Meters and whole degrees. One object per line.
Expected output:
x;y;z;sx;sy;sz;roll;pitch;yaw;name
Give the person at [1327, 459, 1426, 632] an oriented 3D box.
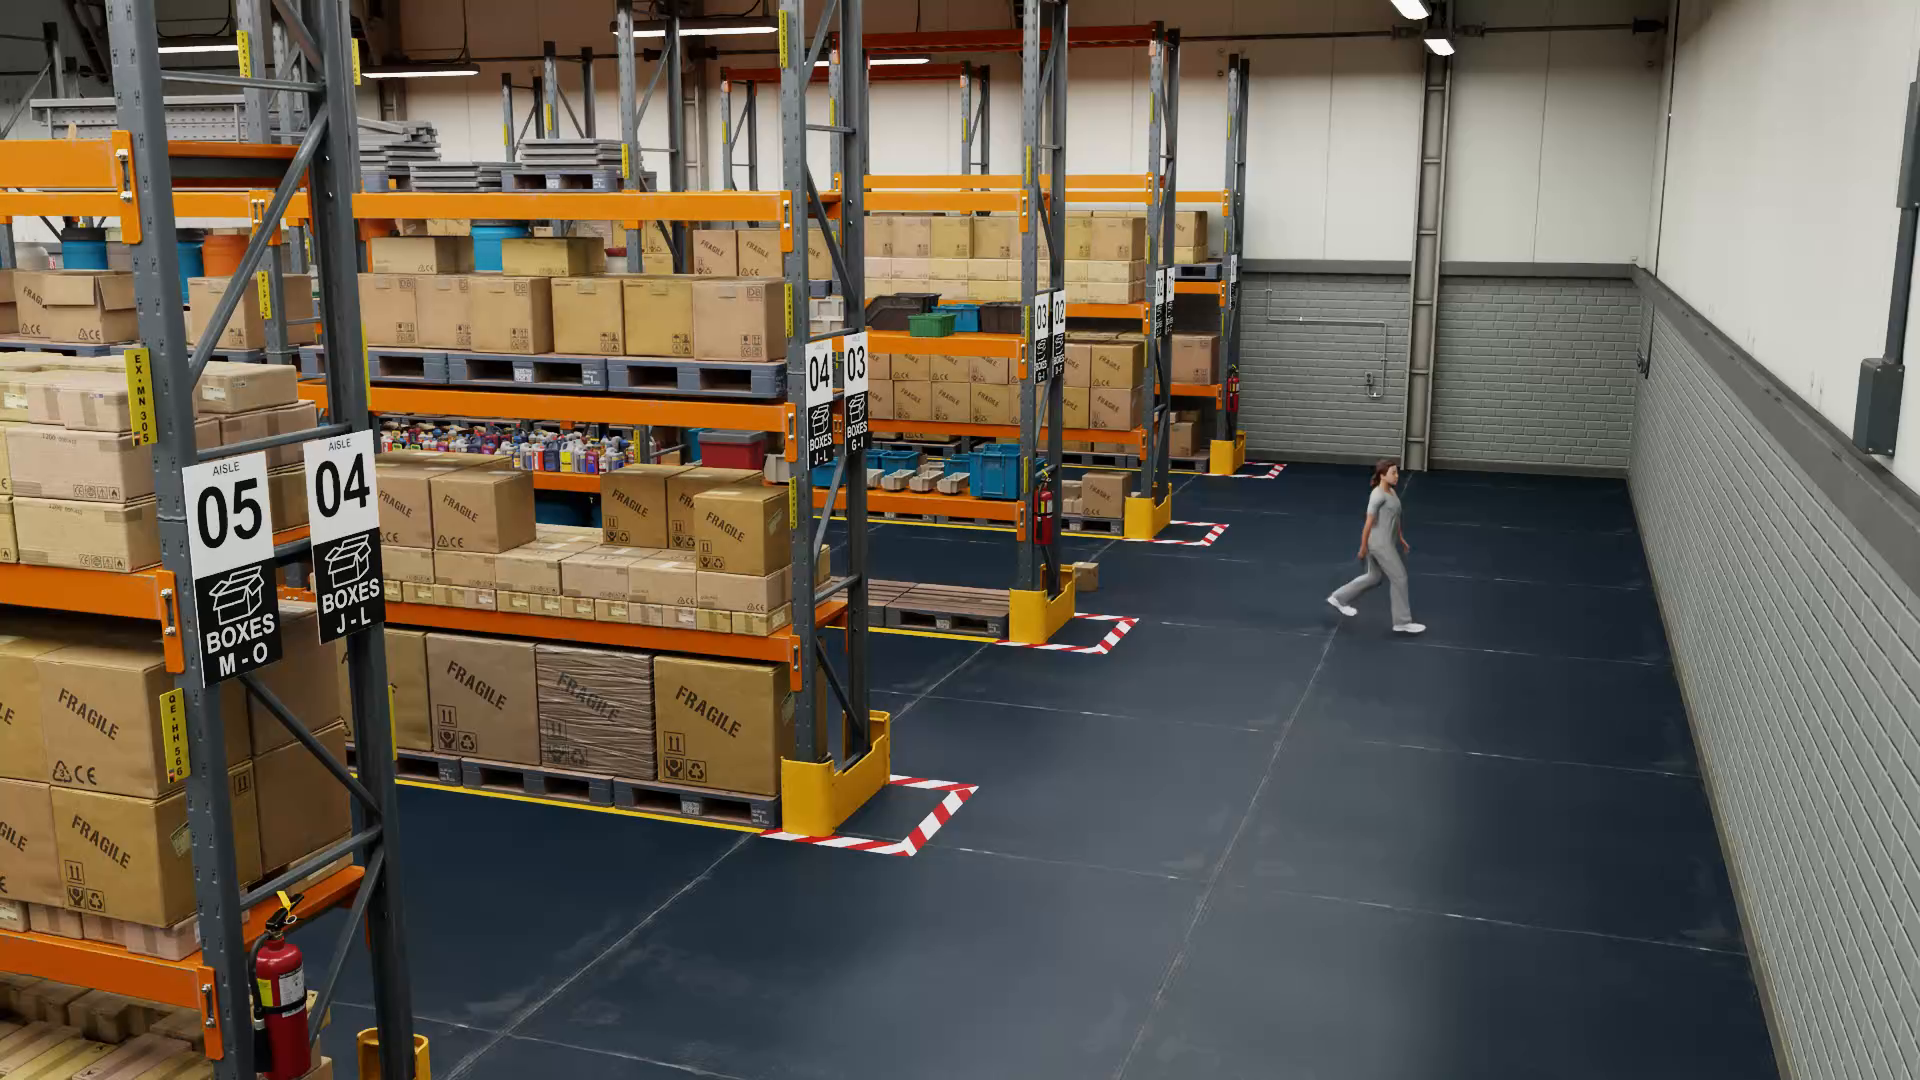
3.984;0.034;15.807;0.975;1.628;0.459;6;13;27;person
